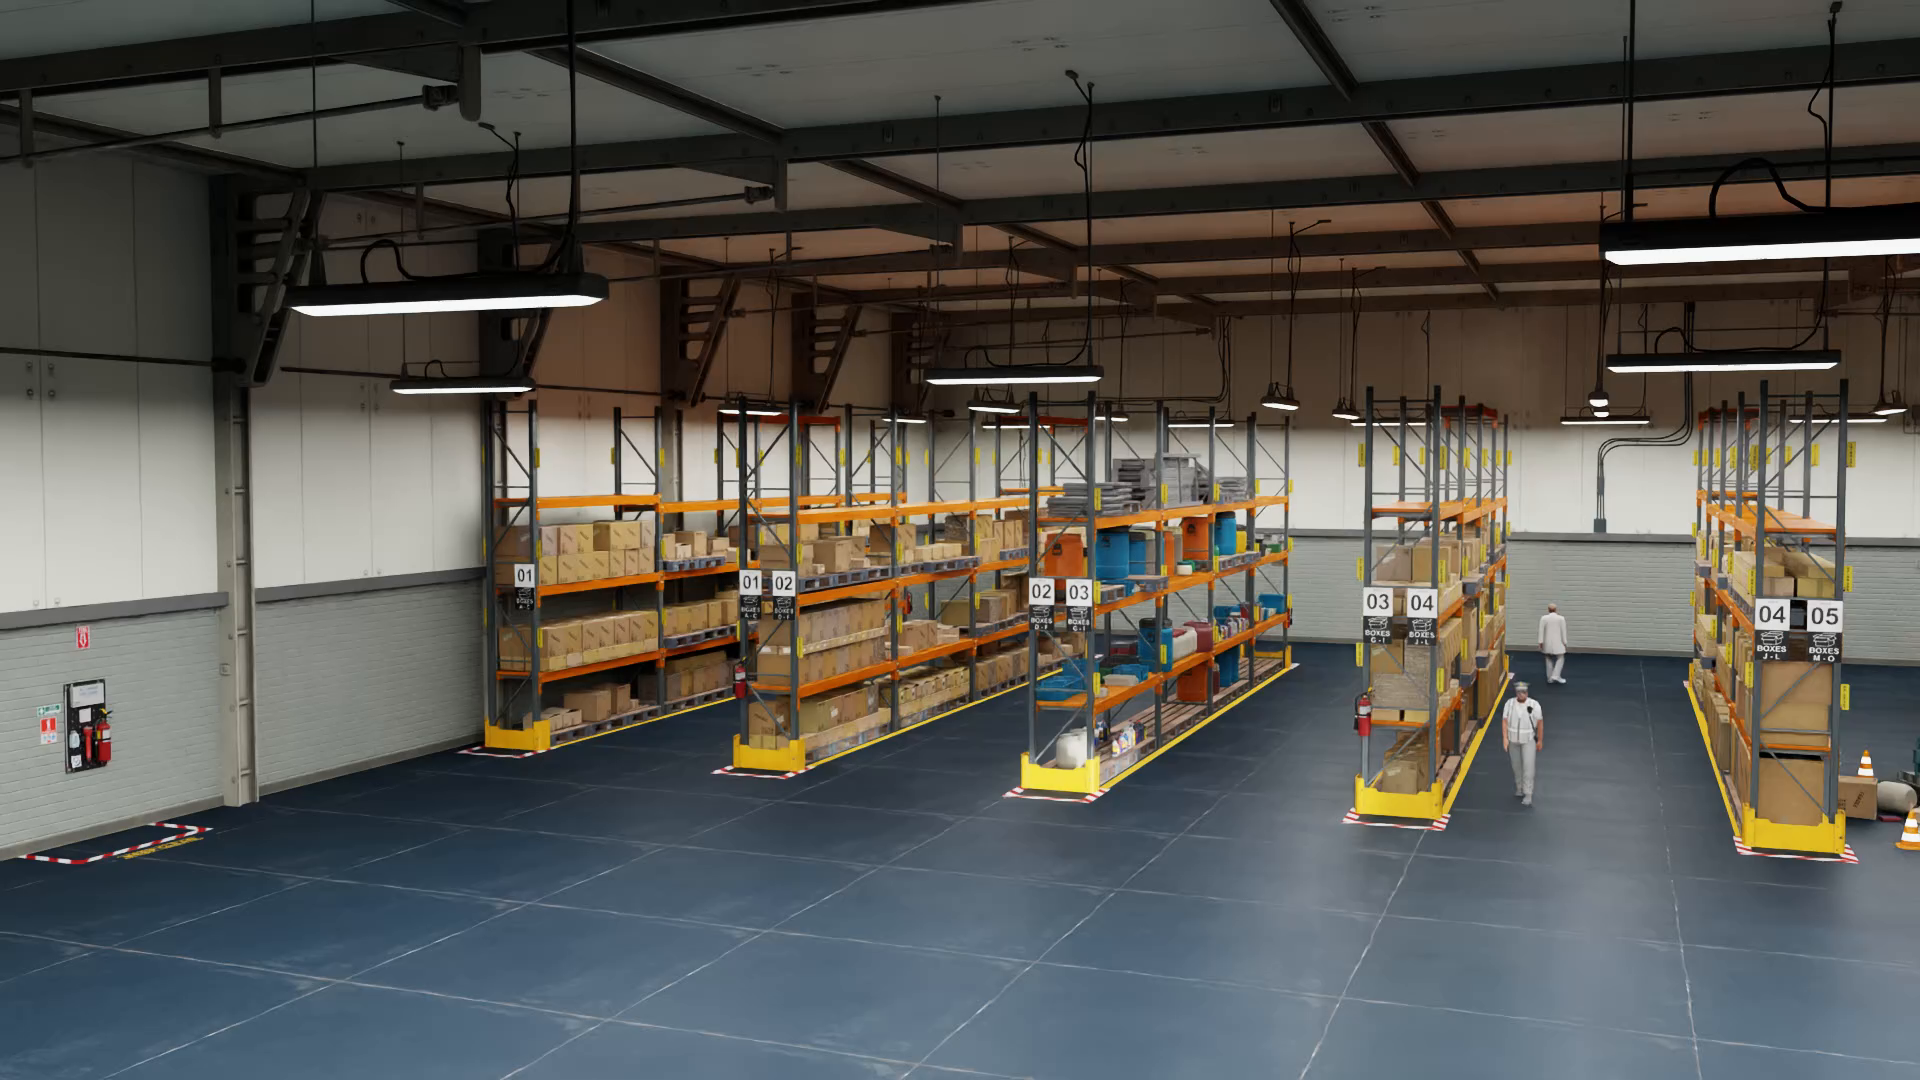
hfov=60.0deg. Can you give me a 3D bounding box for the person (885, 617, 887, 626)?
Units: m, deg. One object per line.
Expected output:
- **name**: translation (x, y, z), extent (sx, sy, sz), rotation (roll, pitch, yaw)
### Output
- **person**: translation (-1.921, 2.253, 38.815), extent (0.439, 1.677, 0.529), rotation (-1, 3, -27)

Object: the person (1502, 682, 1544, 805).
- **person**: translation (8.173, 2.921, 24.243), extent (0.553, 1.716, 0.918), rotation (2, 3, 33)

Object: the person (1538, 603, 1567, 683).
- **person**: translation (13.162, 2.353, 36.955), extent (0.617, 1.665, 0.593), rotation (1, 3, 22)
